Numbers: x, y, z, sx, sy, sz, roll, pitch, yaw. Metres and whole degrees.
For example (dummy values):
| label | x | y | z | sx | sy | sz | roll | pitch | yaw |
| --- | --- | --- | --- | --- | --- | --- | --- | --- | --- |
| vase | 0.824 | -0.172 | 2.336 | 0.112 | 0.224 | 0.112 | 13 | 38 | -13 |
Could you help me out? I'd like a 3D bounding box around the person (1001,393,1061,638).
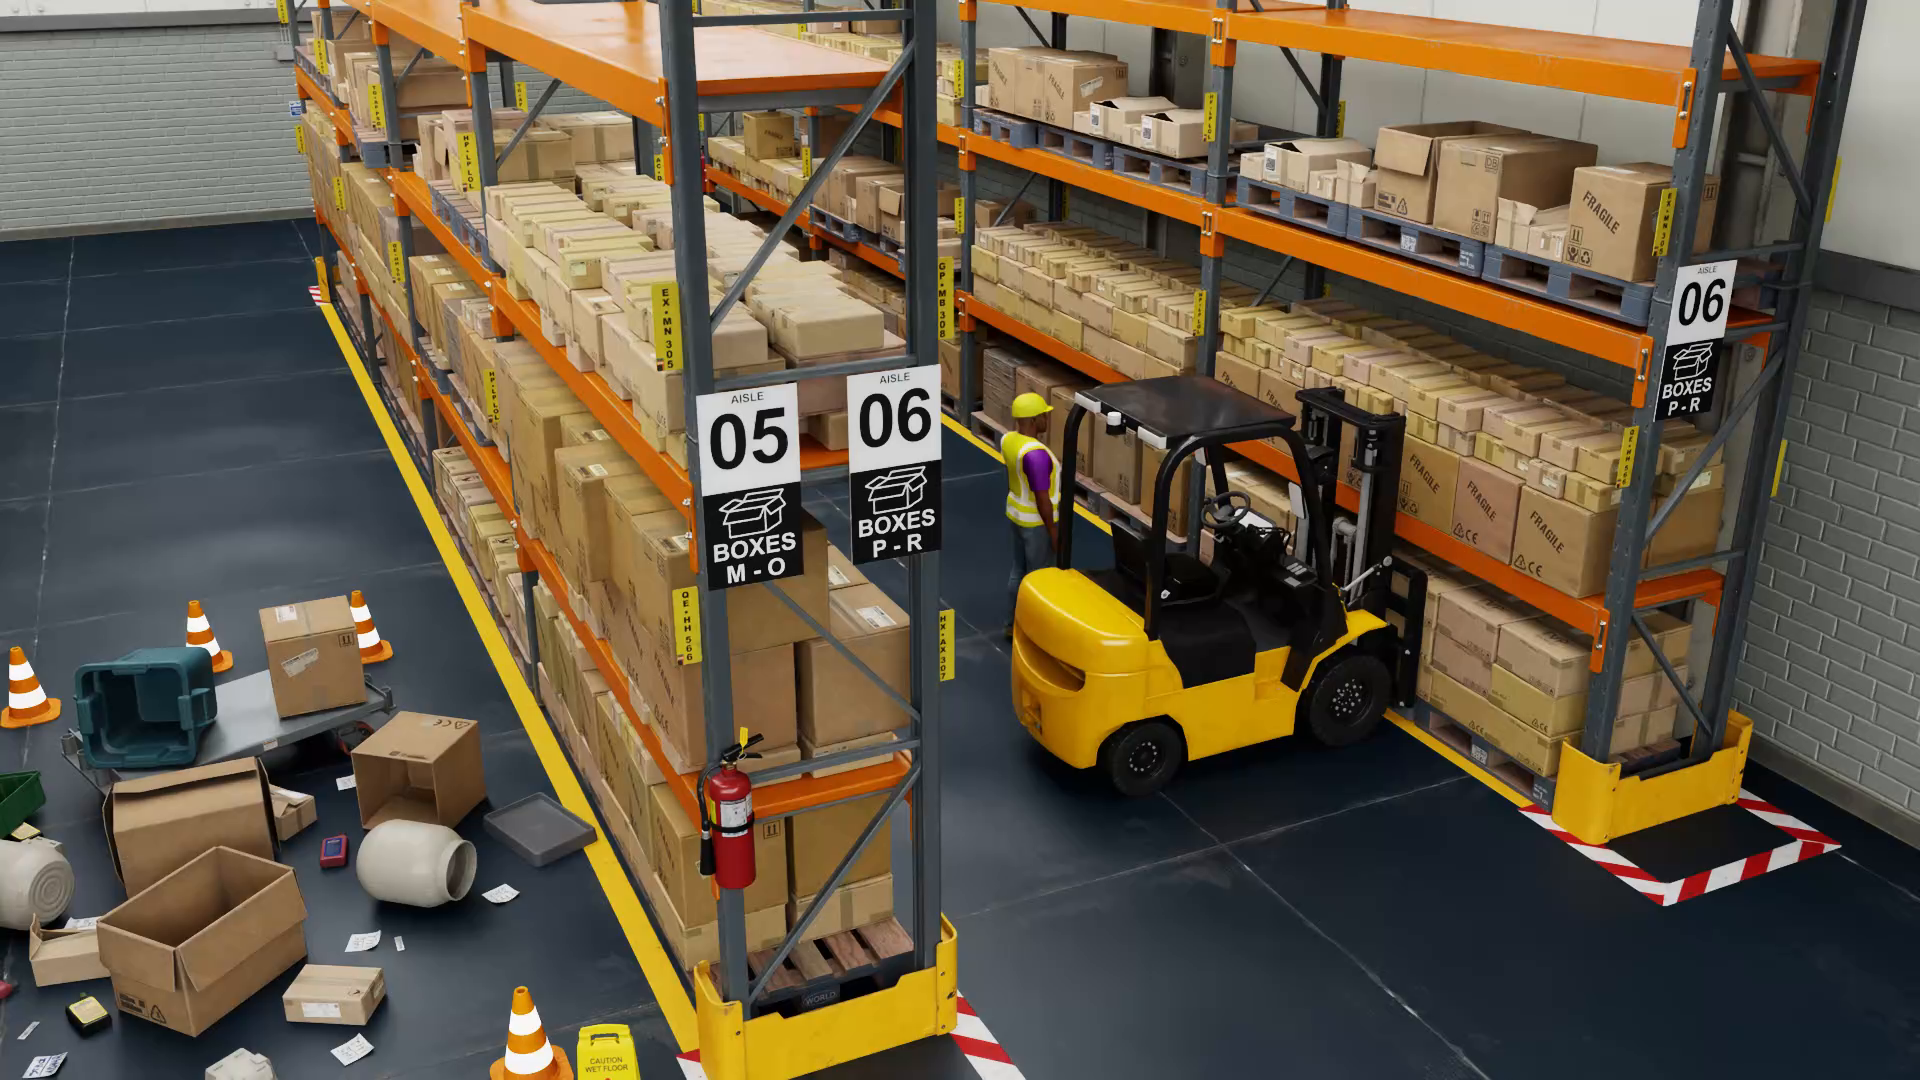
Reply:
| label | x | y | z | sx | sy | sz | roll | pitch | yaw |
| --- | --- | --- | --- | --- | --- | --- | --- | --- | --- |
| person | 0.499 | -0.139 | 11.283 | 0.364 | 1.770 | 0.576 | -8 | 23 | -19 |
